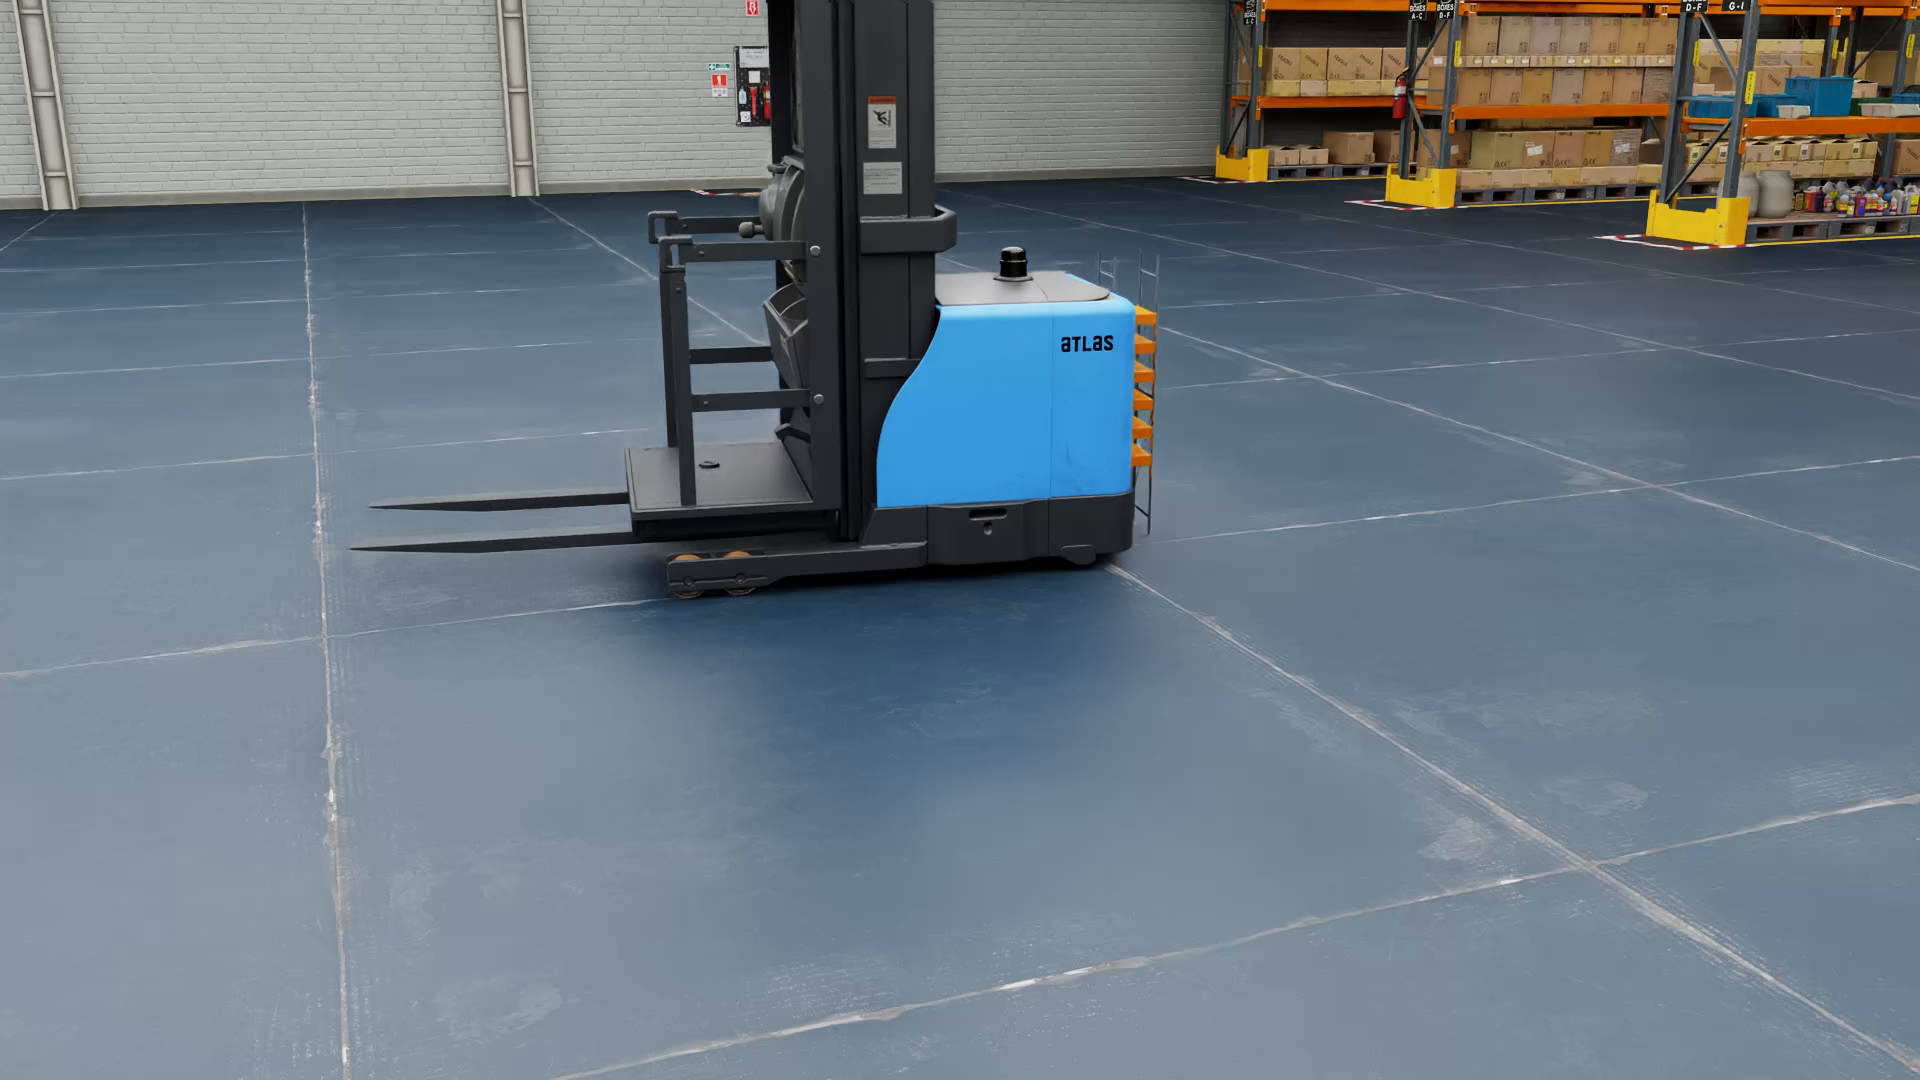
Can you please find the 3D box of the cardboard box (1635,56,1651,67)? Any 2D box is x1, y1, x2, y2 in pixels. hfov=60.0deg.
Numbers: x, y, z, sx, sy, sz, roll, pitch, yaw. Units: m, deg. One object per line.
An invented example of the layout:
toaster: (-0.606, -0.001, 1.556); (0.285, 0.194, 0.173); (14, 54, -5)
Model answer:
cardboard box: (9.396, -6.680, 23.192); (0.250, 0.149, 0.380); (-7, 18, -22)

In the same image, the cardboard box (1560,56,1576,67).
cardboard box: (8.192, -6.549, 22.749); (0.250, 0.149, 0.380); (-6, 17, -20)

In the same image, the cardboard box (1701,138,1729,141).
cardboard box: (11.274, -5.827, 24.757); (0.500, 0.311, 0.500); (-6, 17, -20)

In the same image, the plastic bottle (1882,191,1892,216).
plastic bottle: (10.489, -3.817, 18.833); (0.097, 0.271, 0.097); (0, 16, 0)

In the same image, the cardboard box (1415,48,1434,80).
cardboard box: (7.477, -7.875, 27.492); (0.500, 0.500, 0.500); (-6, 17, -20)

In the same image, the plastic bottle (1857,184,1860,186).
plastic bottle: (10.570, -4.063, 19.651); (0.133, 0.283, 0.061); (-5, 17, -18)

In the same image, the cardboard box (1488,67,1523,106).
cardboard box: (7.242, -6.198, 22.705); (0.500, 0.500, 0.700); (-6, 17, -19)

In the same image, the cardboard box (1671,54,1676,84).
cardboard box: (12.552, -8.344, 29.448); (0.500, 0.500, 0.500); (-6, 17, -18)

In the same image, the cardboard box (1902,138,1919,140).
cardboard box: (14.797, -5.896, 25.507); (0.500, 0.500, 0.500); (-7, 18, -22)

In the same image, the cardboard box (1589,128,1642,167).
cardboard box: (9.222, -5.546, 23.465); (0.500, 0.500, 0.500); (-6, 17, -20)

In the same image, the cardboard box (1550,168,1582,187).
cardboard box: (8.295, -5.081, 23.212); (0.500, 0.250, 0.500); (-6, 17, -20)

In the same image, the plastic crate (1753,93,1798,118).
plastic crate: (9.051, -4.871, 18.625); (0.408, 0.251, 0.499); (-6, 17, -20)

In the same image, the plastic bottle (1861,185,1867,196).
plastic bottle: (10.615, -4.038, 19.588); (0.097, 0.271, 0.097); (0, 16, 0)

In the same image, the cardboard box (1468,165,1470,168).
cardboard box: (7.171, -5.120, 23.345); (0.500, 0.250, 0.500); (-6, 17, -20)

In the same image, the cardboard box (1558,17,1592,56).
cardboard box: (8.230, -6.928, 22.887); (0.500, 0.500, 0.700); (-6, 17, -20)

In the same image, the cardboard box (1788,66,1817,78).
cardboard box: (12.222, -6.734, 24.527); (0.500, 0.500, 0.500); (-7, 18, -23)

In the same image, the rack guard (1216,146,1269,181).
rack guard: (4.608, -6.164, 27.201); (0.348, 0.500, 1.175); (-6, 17, -20)

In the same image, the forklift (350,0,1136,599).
forklift: (-0.871, -1.346, 6.479); (3.031, 2.935, 1.130); (-4, 17, -12)

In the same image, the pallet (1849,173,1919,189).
pallet: (14.494, -5.586, 25.747); (1.213, 0.211, 1.003); (-6, 17, -20)

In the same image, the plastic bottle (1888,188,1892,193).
plastic bottle: (10.646, -3.880, 19.027); (0.133, 0.283, 0.061); (-6, 17, -20)

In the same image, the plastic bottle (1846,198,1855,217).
plastic bottle: (9.983, -3.729, 18.657); (0.097, 0.201, 0.097); (0, 16, 0)

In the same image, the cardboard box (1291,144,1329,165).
cardboard box: (5.748, -6.380, 27.492); (0.500, 0.311, 0.500); (-5, 17, -15)

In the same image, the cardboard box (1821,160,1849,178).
cardboard box: (12.899, -5.571, 24.881); (0.500, 0.250, 0.500); (-6, 18, -21)

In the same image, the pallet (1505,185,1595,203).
pallet: (8.150, -4.925, 23.493); (1.213, 0.211, 1.003); (-6, 17, -20)

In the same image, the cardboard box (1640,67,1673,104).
cardboard box: (9.636, -6.457, 23.586); (0.500, 0.500, 0.700); (-7, 18, -22)

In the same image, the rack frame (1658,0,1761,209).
rack frame: (8.082, -4.749, 17.946); (0.127, 3.000, 1.000); (-6, 17, -20)

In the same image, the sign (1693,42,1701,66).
sign: (10.248, -6.763, 23.129); (0.005, 0.325, 0.100); (-6, 17, -20)

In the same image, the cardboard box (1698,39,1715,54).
cardboard box: (13.025, -8.754, 29.514); (0.500, 0.250, 0.500); (-6, 18, -21)

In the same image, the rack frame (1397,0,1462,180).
rack frame: (6.313, -6.052, 22.385); (0.127, 3.000, 1.000); (-6, 17, -20)

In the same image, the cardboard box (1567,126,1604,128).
cardboard box: (9.039, -5.681, 23.924); (0.500, 0.500, 0.500); (-6, 17, -20)

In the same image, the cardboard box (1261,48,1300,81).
cardboard box: (5.090, -7.622, 26.630); (0.500, 0.500, 0.500); (-6, 17, -20)

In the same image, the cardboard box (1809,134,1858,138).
cardboard box: (16.477, -7.616, 31.400); (0.500, 0.500, 0.700); (-6, 17, -19)

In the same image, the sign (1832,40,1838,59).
sign: (15.946, -8.941, 30.307); (0.005, 0.325, 0.100); (-6, 17, -20)

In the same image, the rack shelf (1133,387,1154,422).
rack shelf: (0.700, -0.575, 7.085); (0.180, 0.103, 0.258); (-4, 17, -12)

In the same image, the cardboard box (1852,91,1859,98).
cardboard box: (13.042, -6.575, 24.611); (0.250, 0.149, 0.380); (-6, 17, -20)

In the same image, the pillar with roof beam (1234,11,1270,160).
pillar with roof beam: (6.422, -9.399, 23.135); (0.400, 9.000, 9.100); (-6, 17, -20)

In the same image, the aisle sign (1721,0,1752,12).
aisle sign: (8.120, -5.912, 17.293); (0.004, 0.787, 0.394); (-6, 17, -20)

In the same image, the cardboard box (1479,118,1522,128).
cardboard box: (9.363, -7.254, 28.802); (0.500, 0.250, 0.500); (-7, 18, -21)

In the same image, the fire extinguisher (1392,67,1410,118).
fire extinguisher: (6.036, -6.126, 22.772); (0.183, 0.674, 0.296); (-6, 17, -20)

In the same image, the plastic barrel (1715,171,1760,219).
plastic barrel: (8.669, -3.843, 18.532); (0.421, 0.512, 0.421); (0, 16, 0)

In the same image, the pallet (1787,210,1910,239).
pallet: (10.034, -3.633, 19.096); (1.213, 0.211, 1.003); (-6, 17, -20)

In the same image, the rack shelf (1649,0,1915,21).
rack shelf: (11.916, -7.751, 24.124); (4.000, 0.370, 1.077); (-6, 17, -20)

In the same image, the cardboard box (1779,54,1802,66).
cardboard box: (14.929, -8.599, 30.315); (0.500, 0.500, 0.500); (-6, 17, -20)

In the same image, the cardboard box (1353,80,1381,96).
cardboard box: (6.537, -7.415, 27.256); (0.500, 0.250, 0.500); (-6, 17, -20)

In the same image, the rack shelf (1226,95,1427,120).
rack shelf: (6.405, -7.212, 27.610); (4.000, 0.370, 1.077); (-6, 17, -20)

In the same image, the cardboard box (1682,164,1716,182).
cardboard box: (10.513, -5.313, 24.003); (0.500, 0.250, 0.500); (-7, 18, -21)

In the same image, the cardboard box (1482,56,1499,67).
cardboard box: (7.002, -6.422, 22.315); (0.250, 0.149, 0.380); (-7, 18, -22)

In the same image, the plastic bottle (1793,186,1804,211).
plastic bottle: (9.743, -3.974, 19.346); (0.133, 0.283, 0.061); (-6, 17, -19)

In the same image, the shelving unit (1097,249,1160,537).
shelving unit: (0.700, -0.618, 7.072); (0.189, 1.200, 0.258); (-4, 17, -12)

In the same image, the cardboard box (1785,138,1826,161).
cardboard box: (12.427, -5.788, 24.626); (0.500, 0.311, 0.500); (-6, 17, -20)

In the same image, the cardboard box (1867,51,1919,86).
cardboard box: (14.331, -7.202, 25.376); (0.500, 0.500, 0.700); (-13, 21, -38)
